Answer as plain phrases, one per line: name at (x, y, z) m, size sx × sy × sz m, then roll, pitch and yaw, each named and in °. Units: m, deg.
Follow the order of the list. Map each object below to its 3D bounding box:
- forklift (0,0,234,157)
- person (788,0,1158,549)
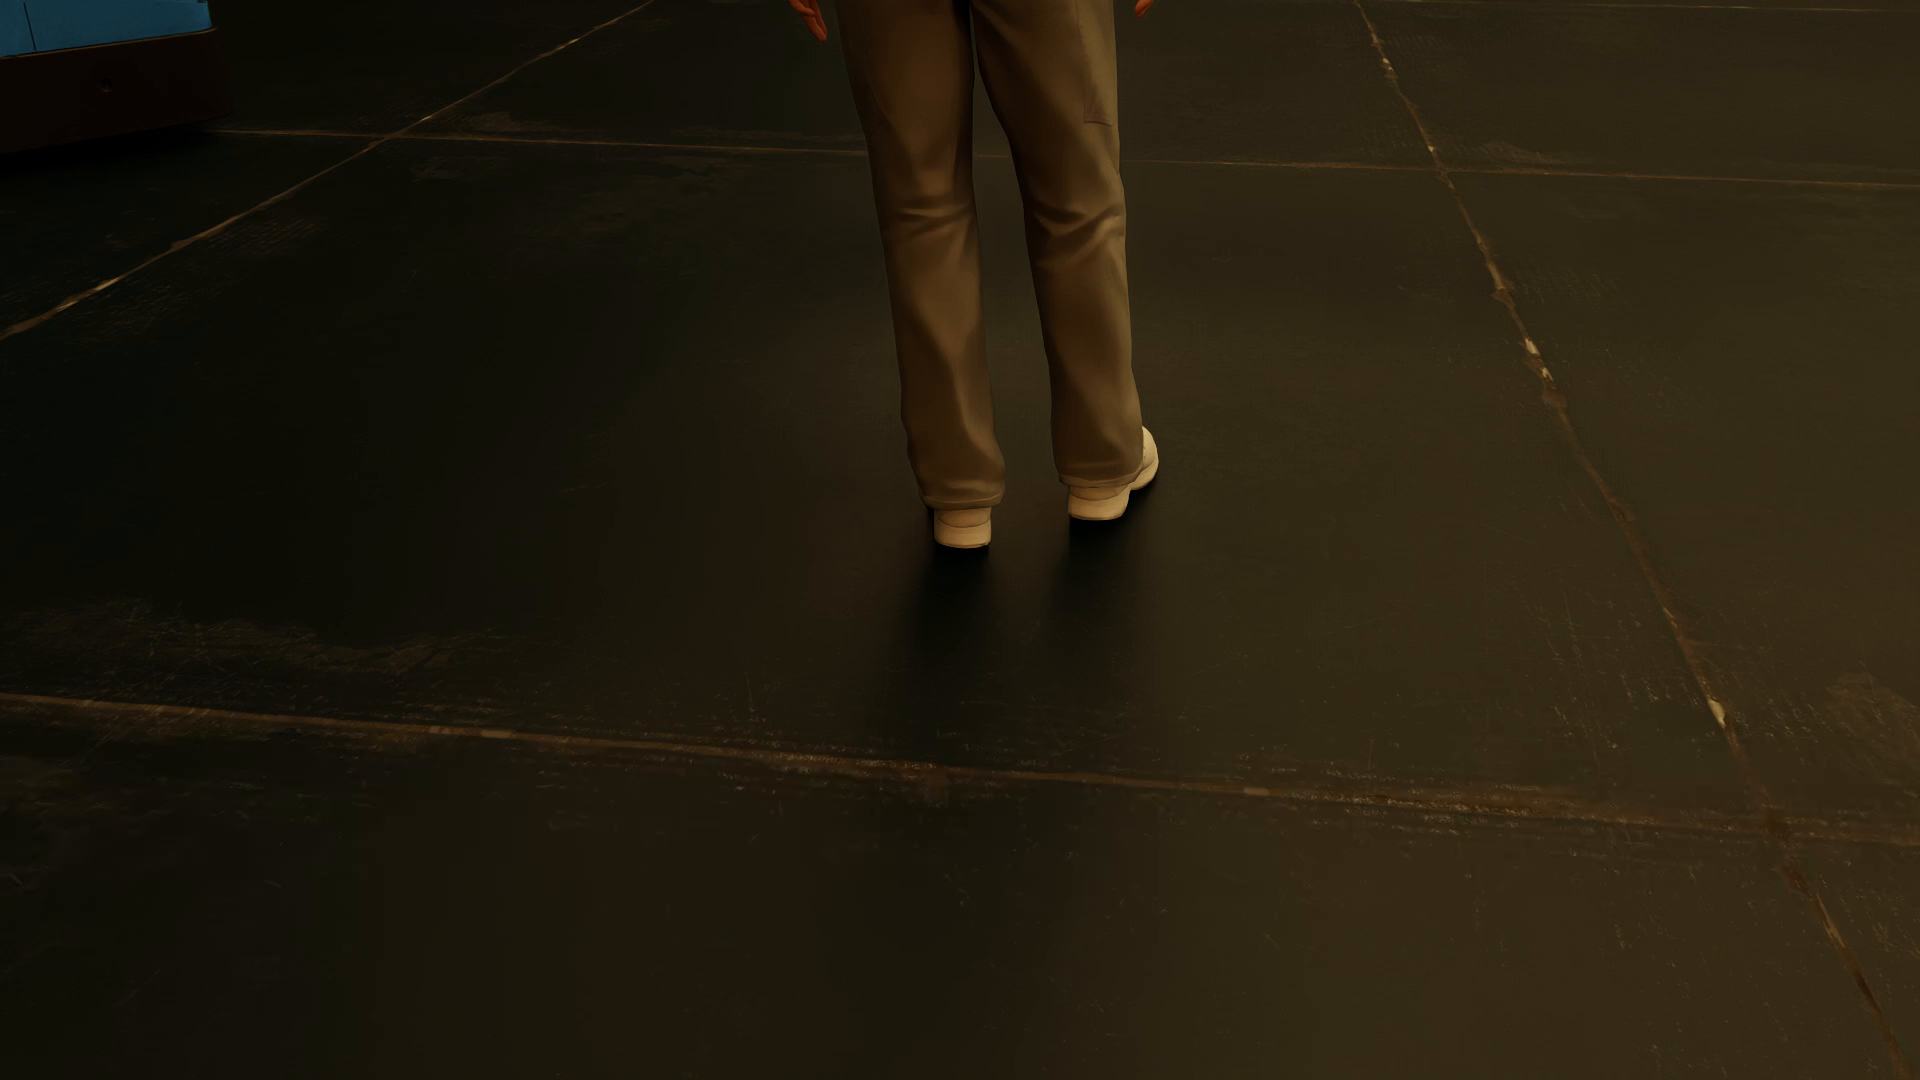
forklift at (-3.530, -2.765, 4.759) m, size 3.031 × 2.935 × 1.130 m, roll 22°, pitch 34°, yaw 37°
person at (0.023, -0.788, 2.187) m, size 0.549 × 1.673 × 0.548 m, roll 3°, pitch 27°, yaw 7°
